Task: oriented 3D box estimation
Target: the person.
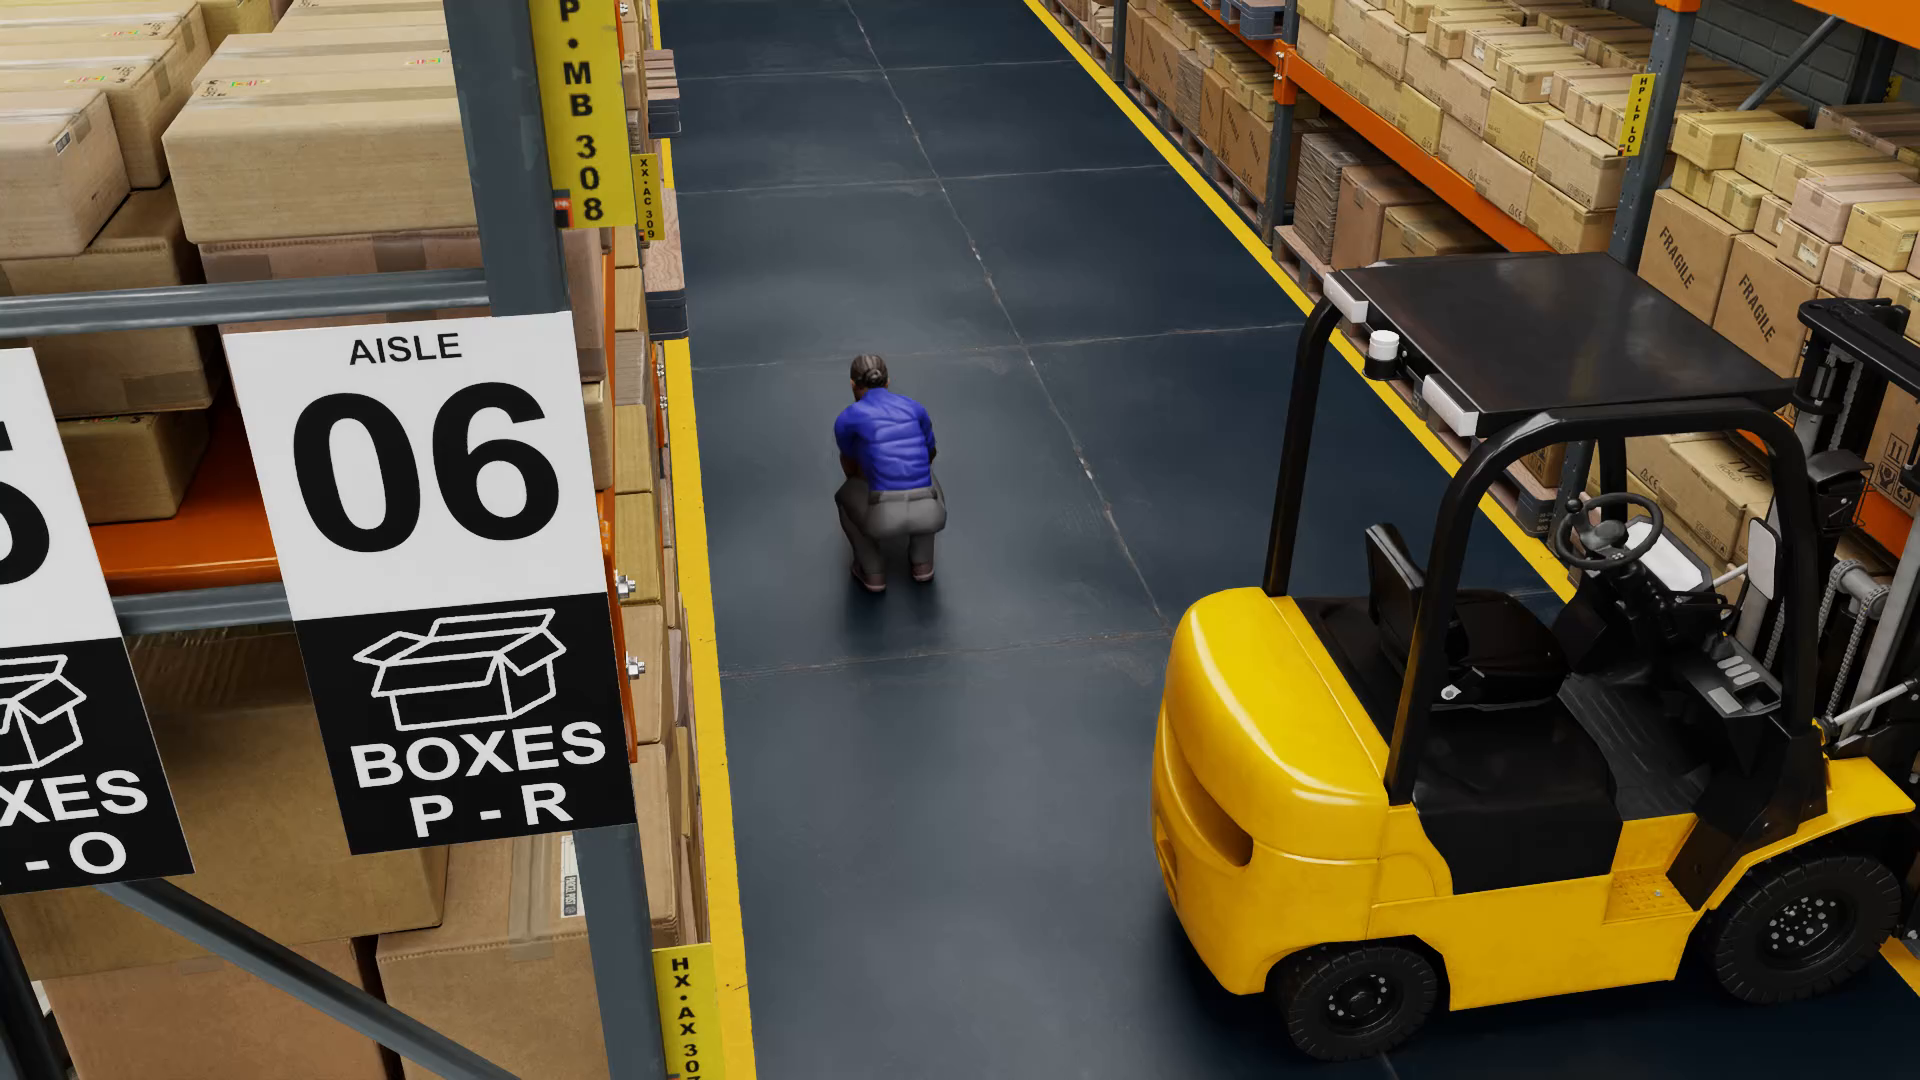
[{"bbox_3d":[-0.312,-0.313,7.382,0.483,0.937,0.827,-6,31,-10],"label":"person"}]
